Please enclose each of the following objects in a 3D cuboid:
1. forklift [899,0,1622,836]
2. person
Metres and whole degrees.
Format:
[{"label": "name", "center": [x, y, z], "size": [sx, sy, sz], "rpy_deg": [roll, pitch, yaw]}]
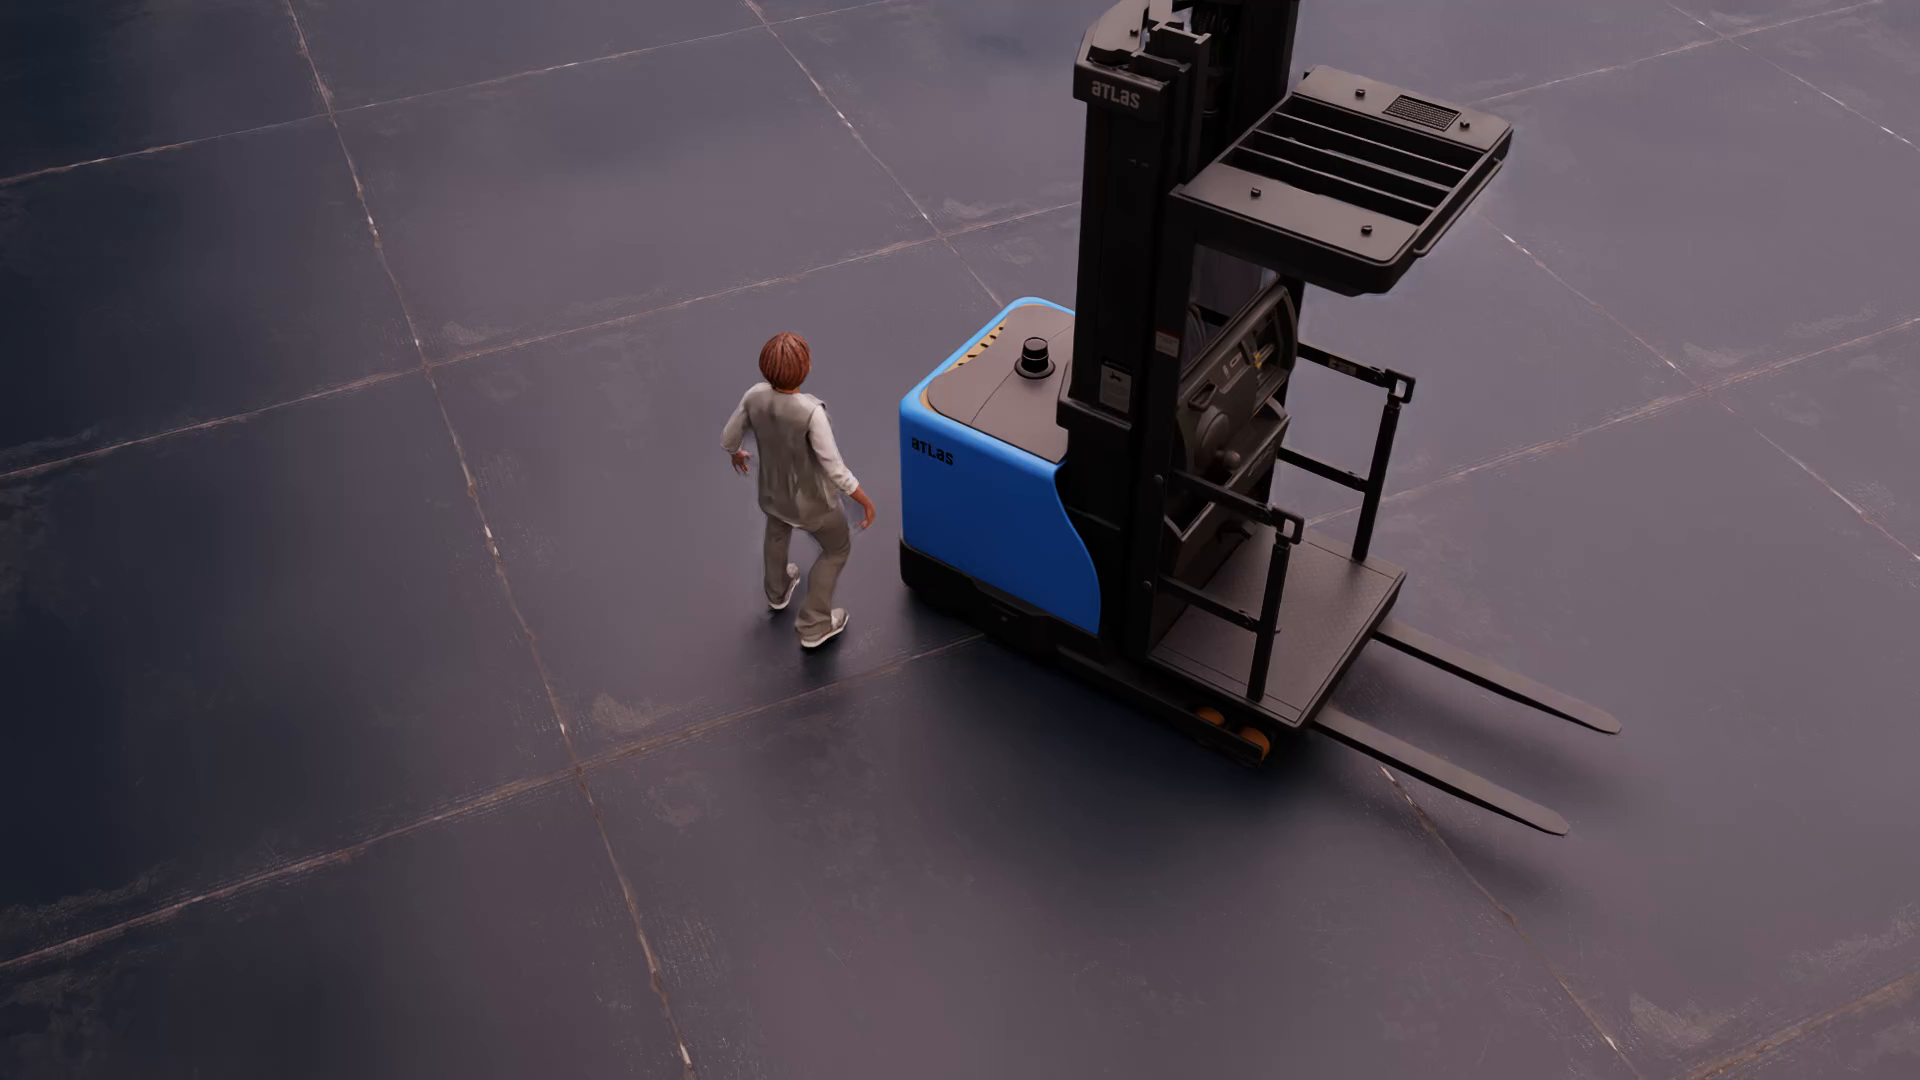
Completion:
[{"label": "forklift", "center": [1.234, -0.559, 6.279], "size": [3.031, 2.935, 1.130], "rpy_deg": [25, 49, 24]}, {"label": "person", "center": [-0.652, -0.224, 6.929], "size": [0.694, 1.553, 0.412], "rpy_deg": [21, 47, 21]}]
